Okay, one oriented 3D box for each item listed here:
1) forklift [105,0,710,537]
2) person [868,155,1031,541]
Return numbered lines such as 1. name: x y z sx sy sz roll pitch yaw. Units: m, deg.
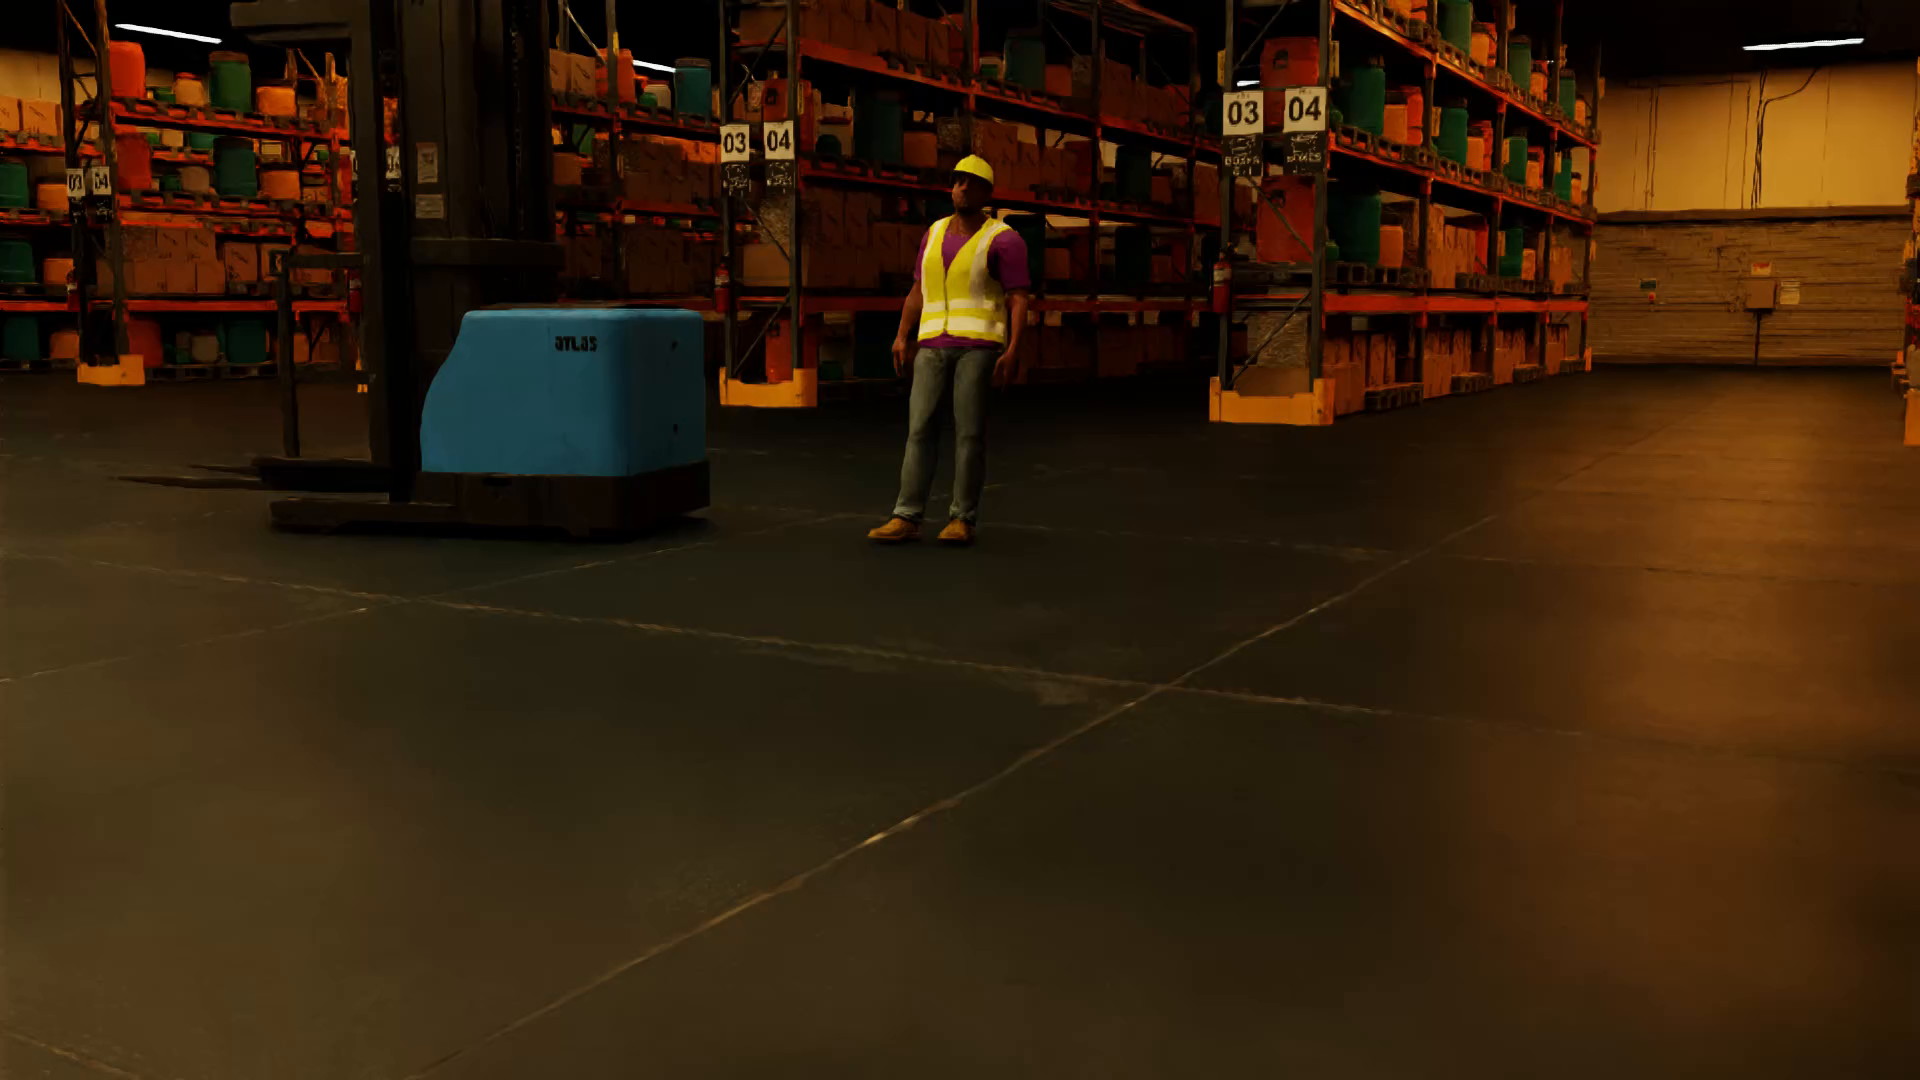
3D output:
1. forklift: -2.865 -1.553 8.343 3.031 2.935 1.130 2 8 15
2. person: -0.038 -0.874 7.634 0.665 1.766 0.576 4 9 29
